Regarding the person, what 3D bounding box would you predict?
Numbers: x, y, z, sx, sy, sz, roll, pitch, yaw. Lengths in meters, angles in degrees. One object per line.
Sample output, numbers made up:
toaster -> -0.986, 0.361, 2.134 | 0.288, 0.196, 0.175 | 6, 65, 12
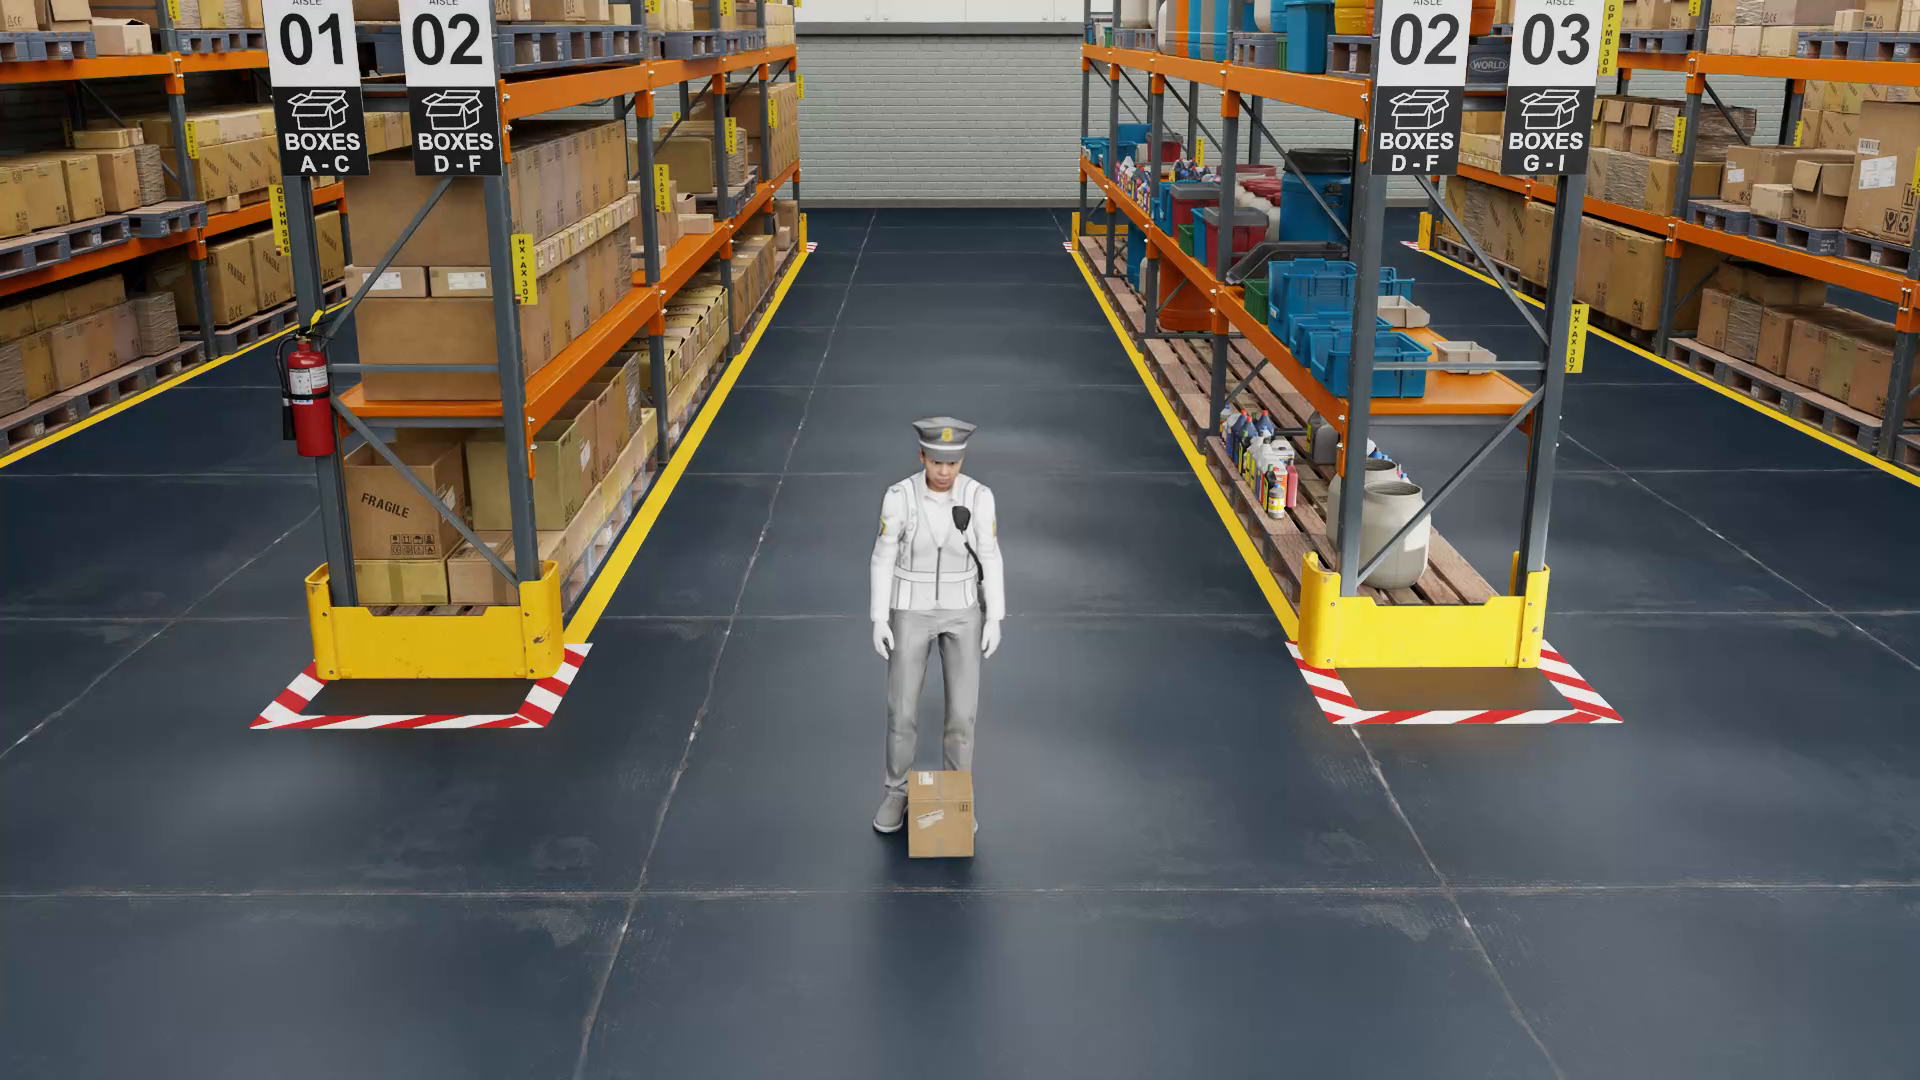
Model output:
person -> -0.086, 0.327, 6.488 | 0.529, 1.662, 0.414 | -1, 17, -3
